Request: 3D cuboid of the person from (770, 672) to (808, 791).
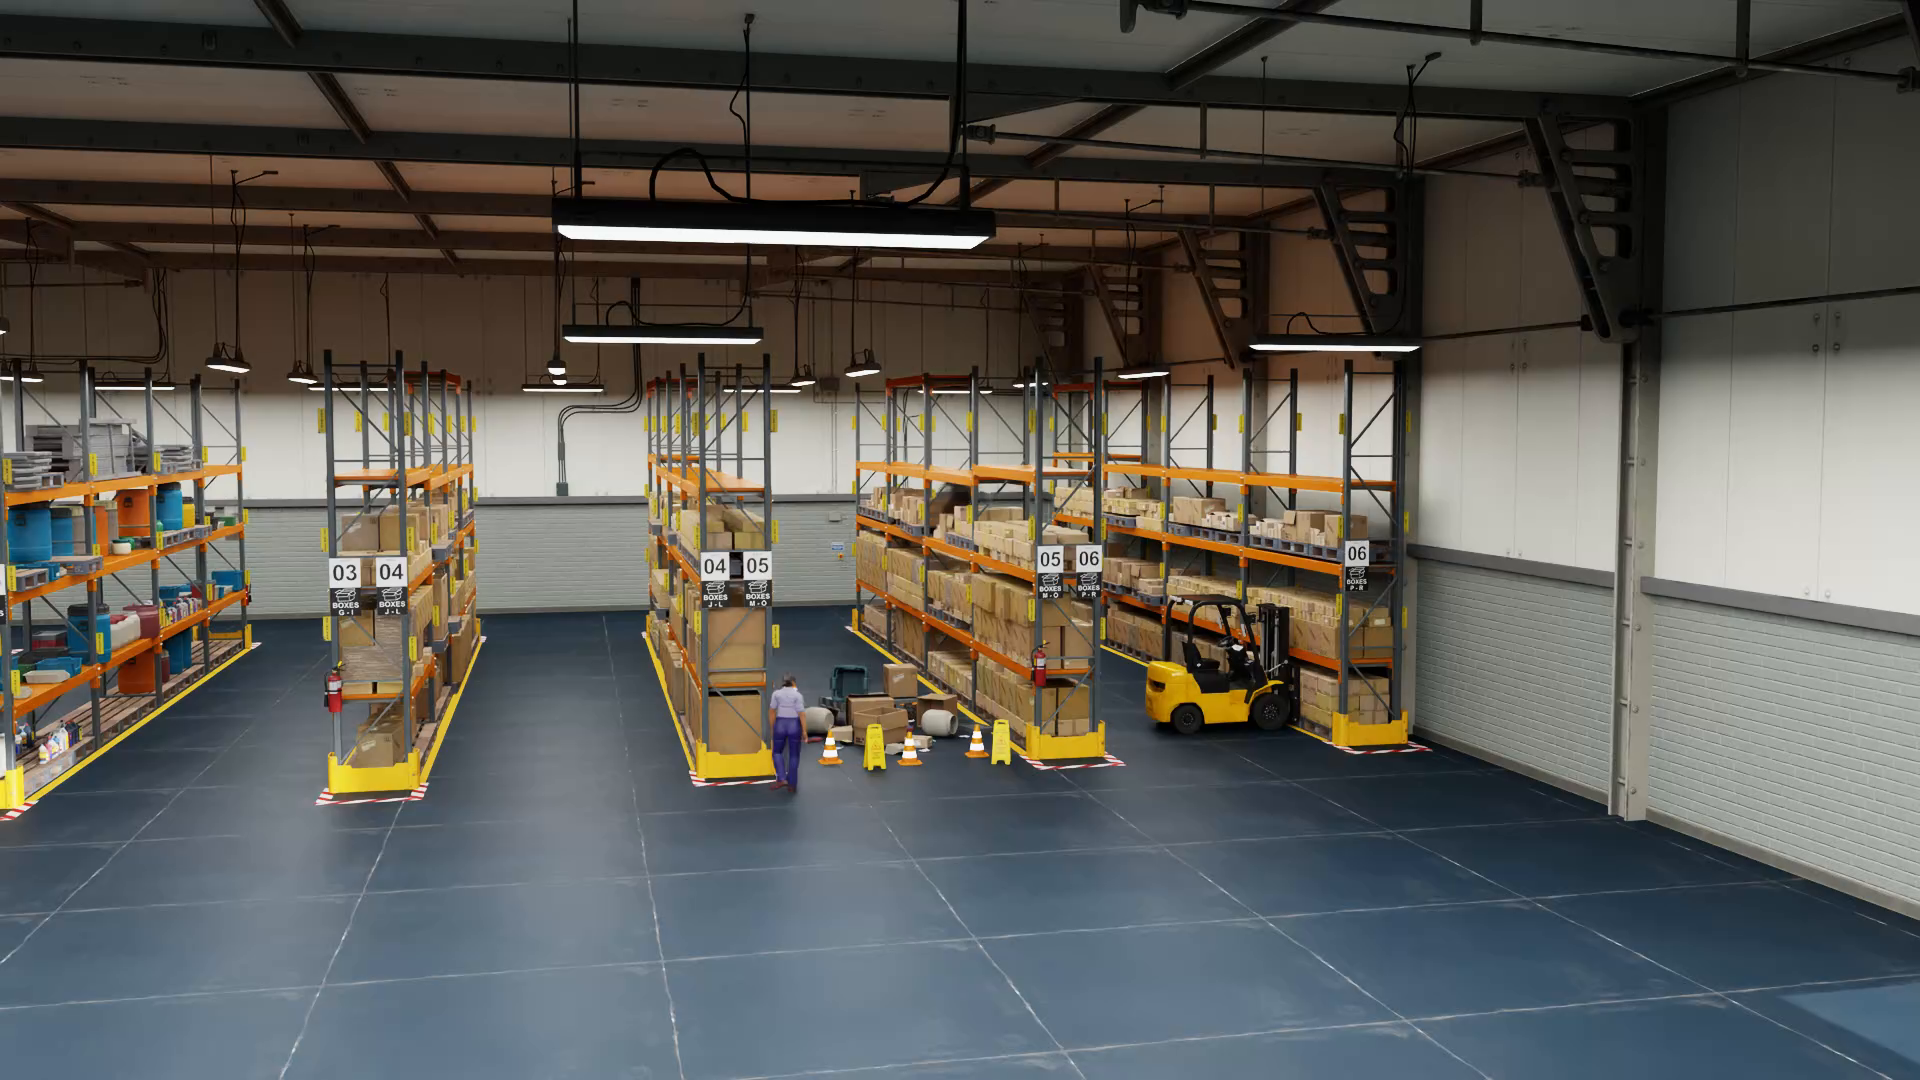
[{"bbox_3d":[-2.326,2.613,22.603,0.527,1.645,0.421,0,4,-2],"label":"person"}]
